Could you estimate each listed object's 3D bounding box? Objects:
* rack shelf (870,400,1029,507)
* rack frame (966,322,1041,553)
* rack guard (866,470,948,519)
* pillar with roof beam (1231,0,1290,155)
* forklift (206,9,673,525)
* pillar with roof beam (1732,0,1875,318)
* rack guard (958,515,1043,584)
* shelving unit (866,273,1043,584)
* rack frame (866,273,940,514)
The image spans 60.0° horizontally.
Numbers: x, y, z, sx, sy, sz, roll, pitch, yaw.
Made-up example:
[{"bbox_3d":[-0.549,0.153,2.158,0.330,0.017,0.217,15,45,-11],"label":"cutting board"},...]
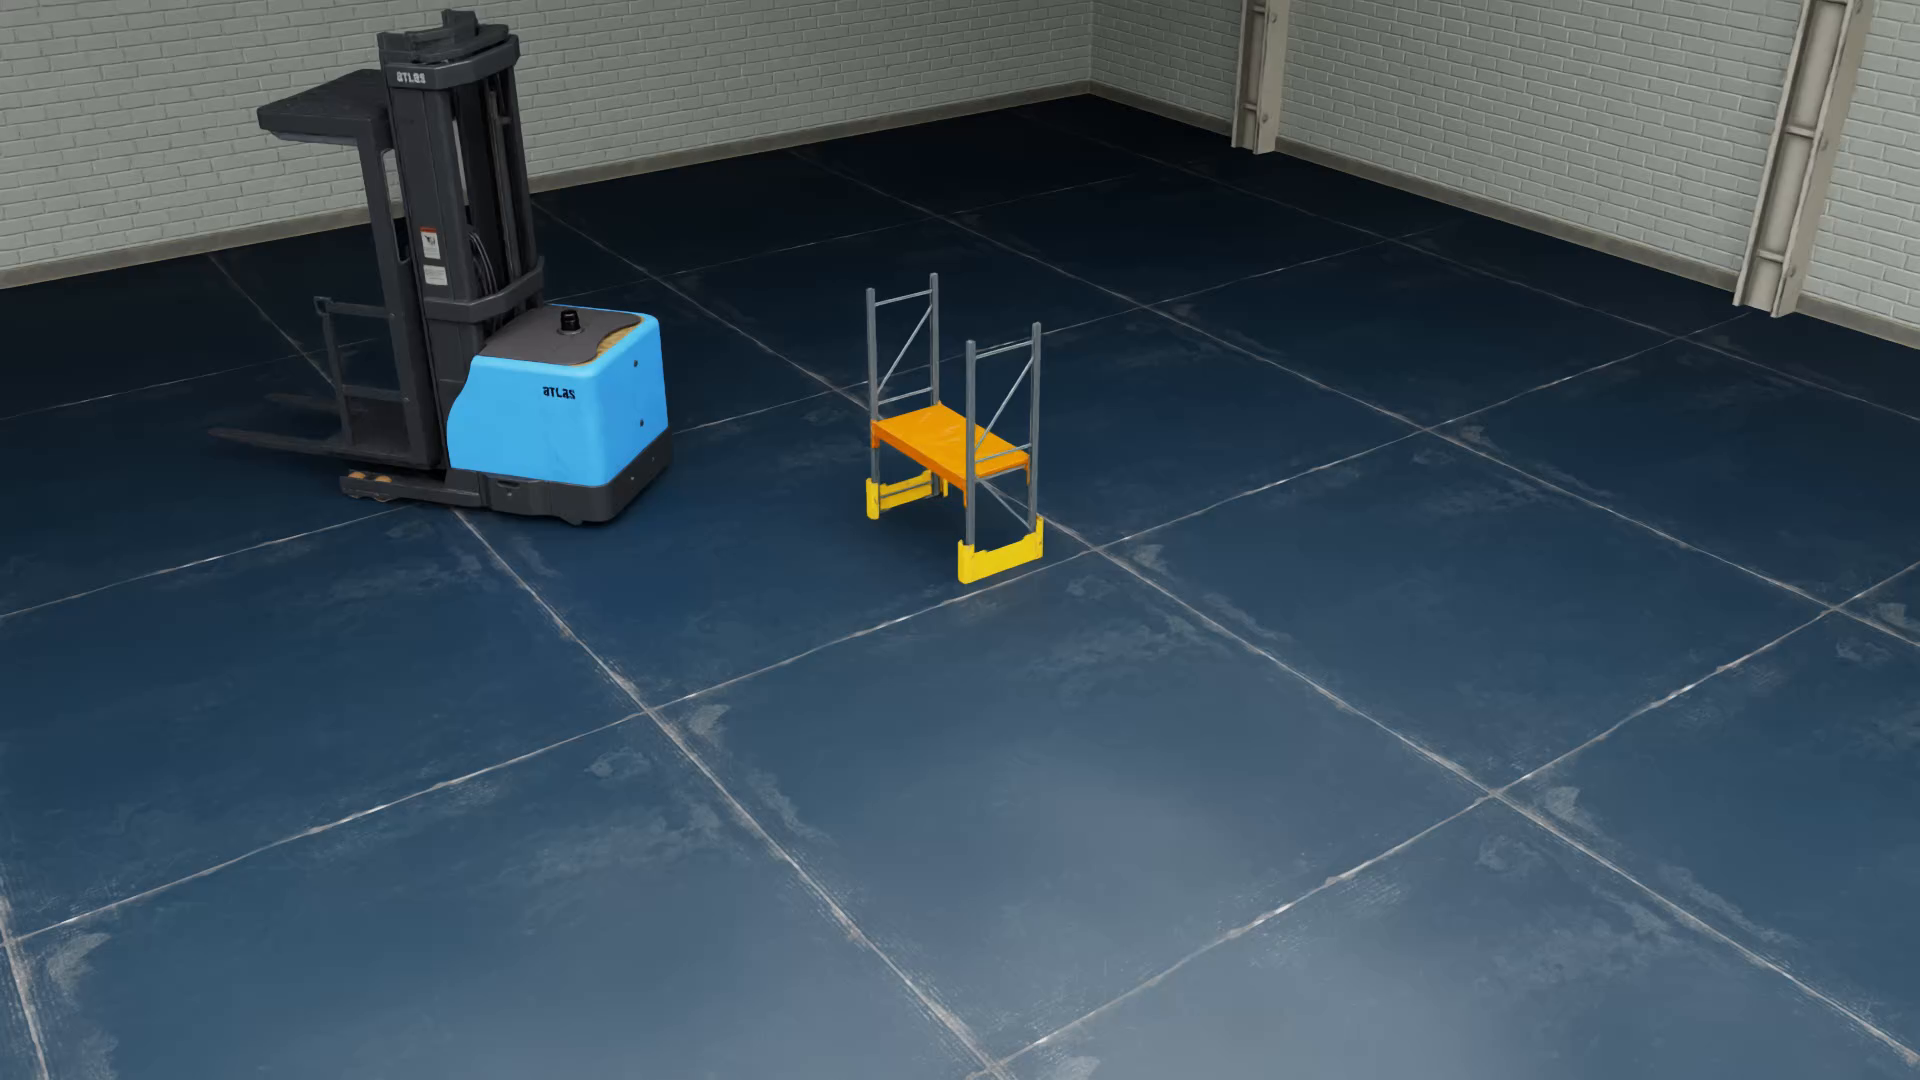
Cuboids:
[{"bbox_3d":[-0.049,-0.534,10.039,0.538,0.185,1.000,-19,34,-31],"label":"rack shelf"},{"bbox_3d":[0.245,-0.495,9.589,0.500,1.500,0.032,-19,34,-31],"label":"rack frame"},{"bbox_3d":[-0.333,-0.333,10.601,0.587,0.250,0.087,-19,34,-31],"label":"rack guard"},{"bbox_3d":[-0.311,-7.026,13.758,9.100,9.000,0.400,-19,34,-31],"label":"pillar with roof beam"},{"bbox_3d":[-3.490,-1.765,10.429,3.031,2.935,1.130,8,29,14],"label":"forklift"},{"bbox_3d":[3.170,-4.694,9.463,9.100,9.000,0.400,-19,34,-31],"label":"pillar with roof beam"},{"bbox_3d":[0.245,0.054,9.888,0.587,0.250,0.087,-19,34,-31],"label":"rack guard"},{"bbox_3d":[-0.044,-0.689,9.947,0.587,1.500,1.083,-19,34,-31],"label":"shelving unit"},{"bbox_3d":[-0.344,-0.890,10.317,0.500,1.500,0.032,-19,34,-31],"label":"rack frame"}]
